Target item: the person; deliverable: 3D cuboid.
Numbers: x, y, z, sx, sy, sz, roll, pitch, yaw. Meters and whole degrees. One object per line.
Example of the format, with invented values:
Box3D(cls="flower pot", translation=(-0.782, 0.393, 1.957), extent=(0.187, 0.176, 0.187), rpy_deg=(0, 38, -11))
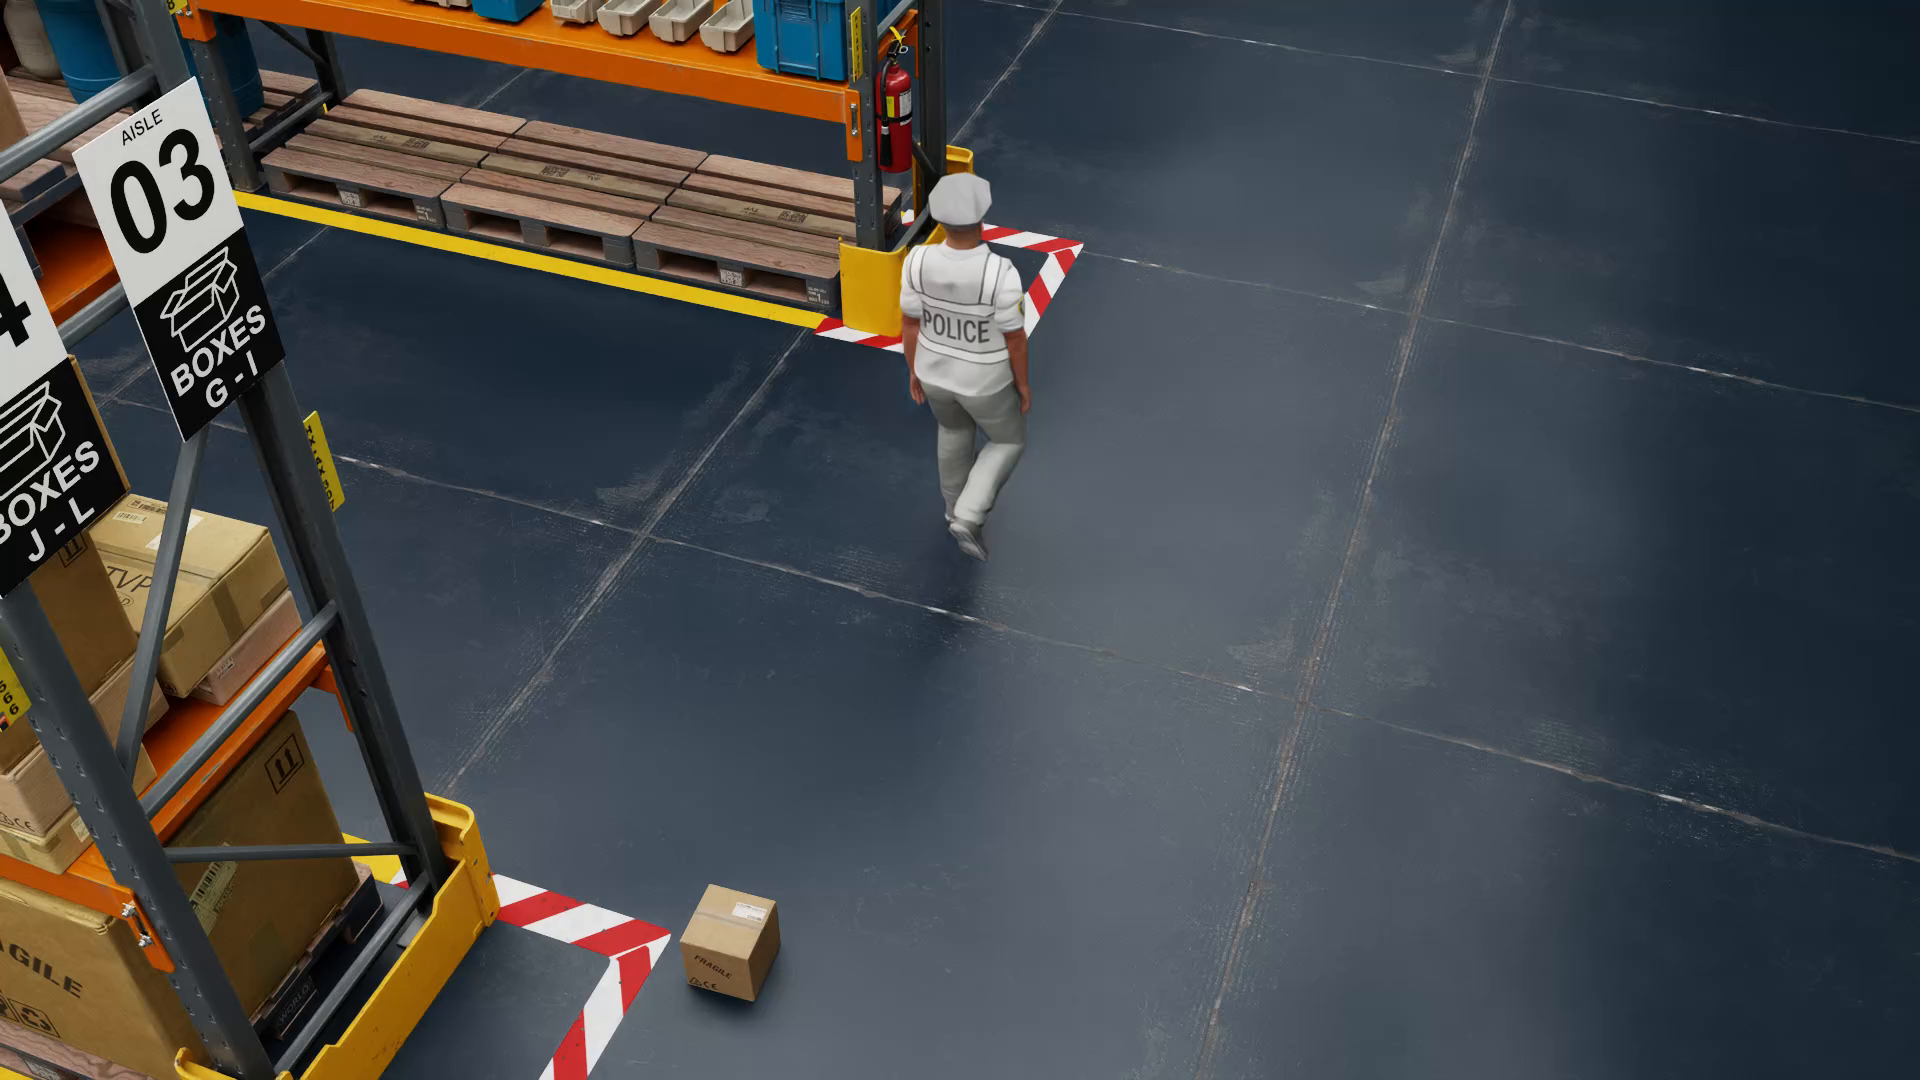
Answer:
Box3D(cls="person", translation=(0.025, -0.699, 6.896), extent=(0.545, 1.755, 0.679), rpy_deg=(16, 44, 17))
